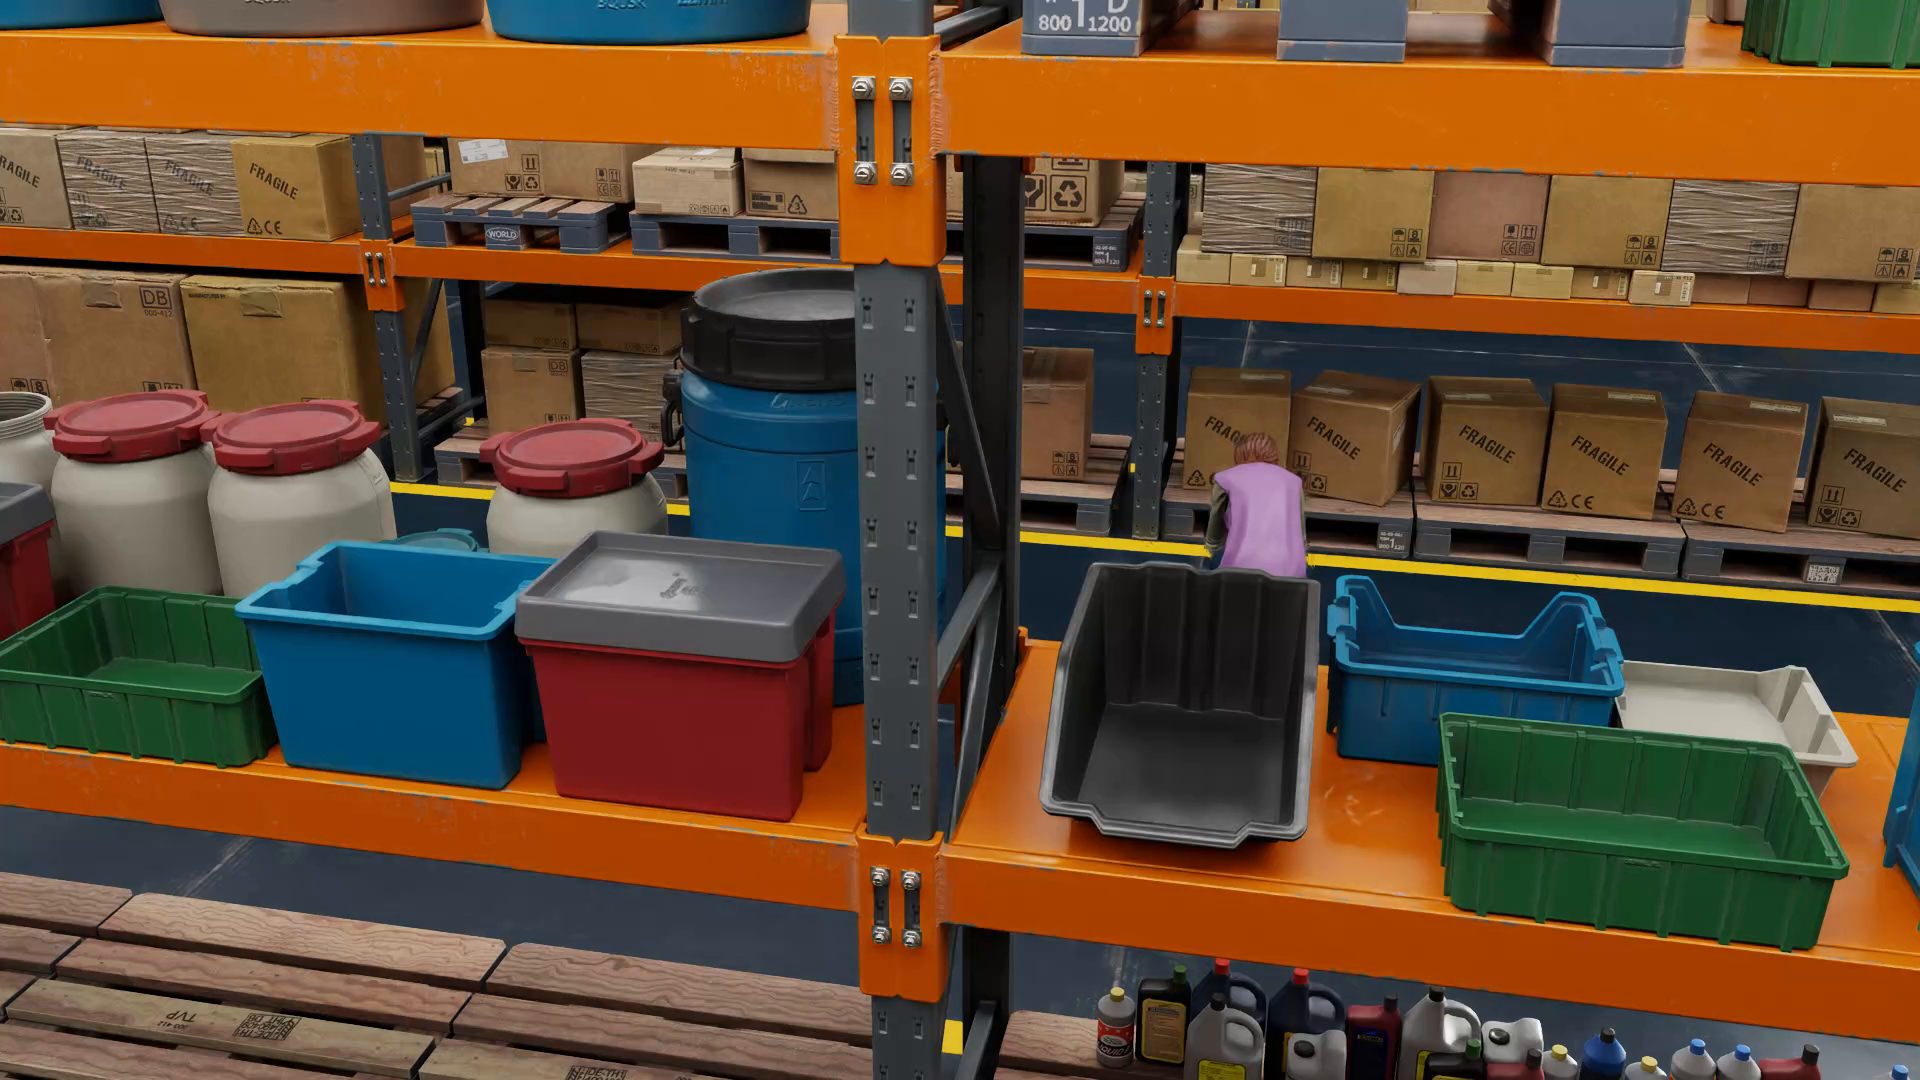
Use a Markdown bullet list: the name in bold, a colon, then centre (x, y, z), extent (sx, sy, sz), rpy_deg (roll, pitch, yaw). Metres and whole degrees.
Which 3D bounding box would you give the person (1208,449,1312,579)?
- **person**: centre (1.241, 0.109, 6.899), extent (0.441, 0.805, 0.801), rpy_deg (4, 22, 11)
